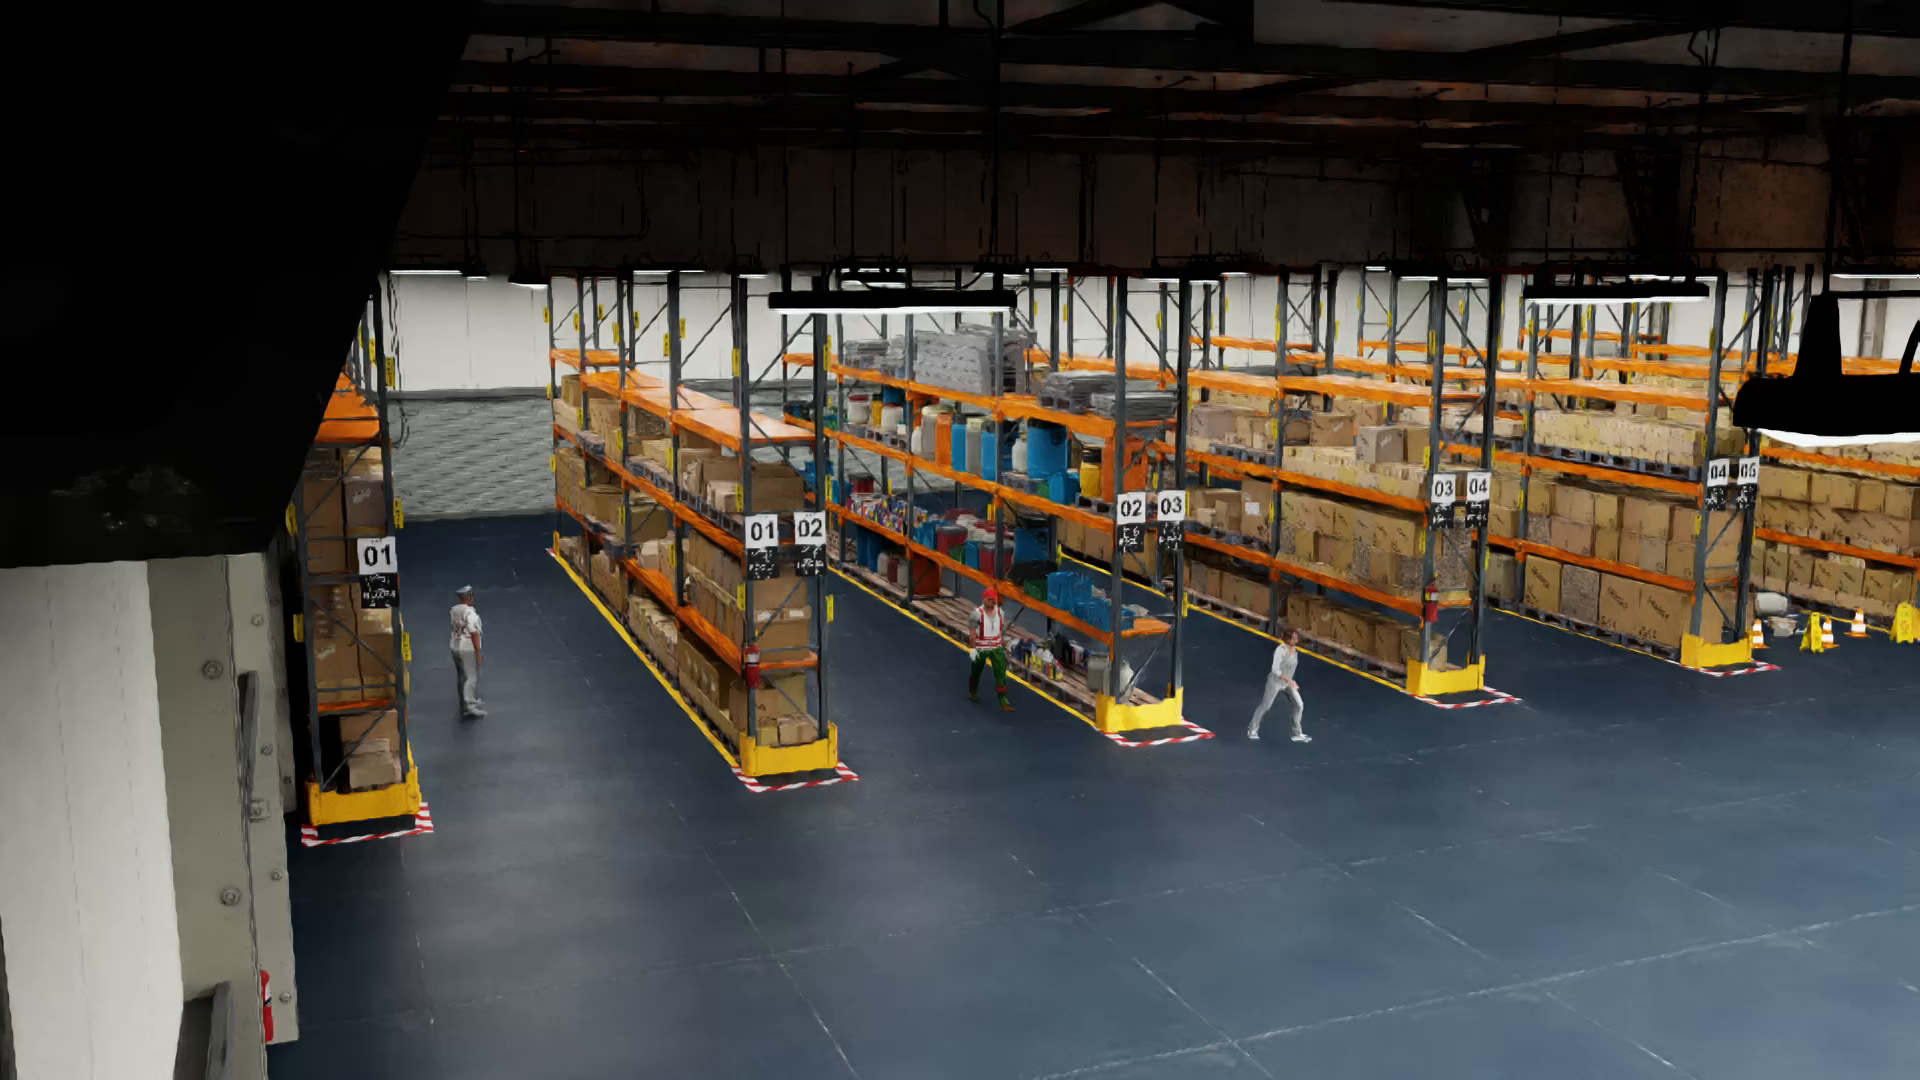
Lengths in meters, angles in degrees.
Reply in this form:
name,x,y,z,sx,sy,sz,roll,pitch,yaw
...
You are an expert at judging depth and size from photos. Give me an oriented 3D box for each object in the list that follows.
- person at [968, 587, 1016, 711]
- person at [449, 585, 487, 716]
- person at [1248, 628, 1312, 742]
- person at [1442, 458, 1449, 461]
name,x,y,z,sx,sy,sz,roll,pitch,yaw
person,0.393,1.485,23.123,0.553,1.709,1.123,-3,10,-19
person,-6.742,1.501,22.876,0.626,1.763,0.492,9,13,42
person,4.148,1.853,21.555,0.562,1.527,0.782,-8,13,-38
person,10.644,-0.930,36.744,0.644,1.773,0.673,0,10,-1
